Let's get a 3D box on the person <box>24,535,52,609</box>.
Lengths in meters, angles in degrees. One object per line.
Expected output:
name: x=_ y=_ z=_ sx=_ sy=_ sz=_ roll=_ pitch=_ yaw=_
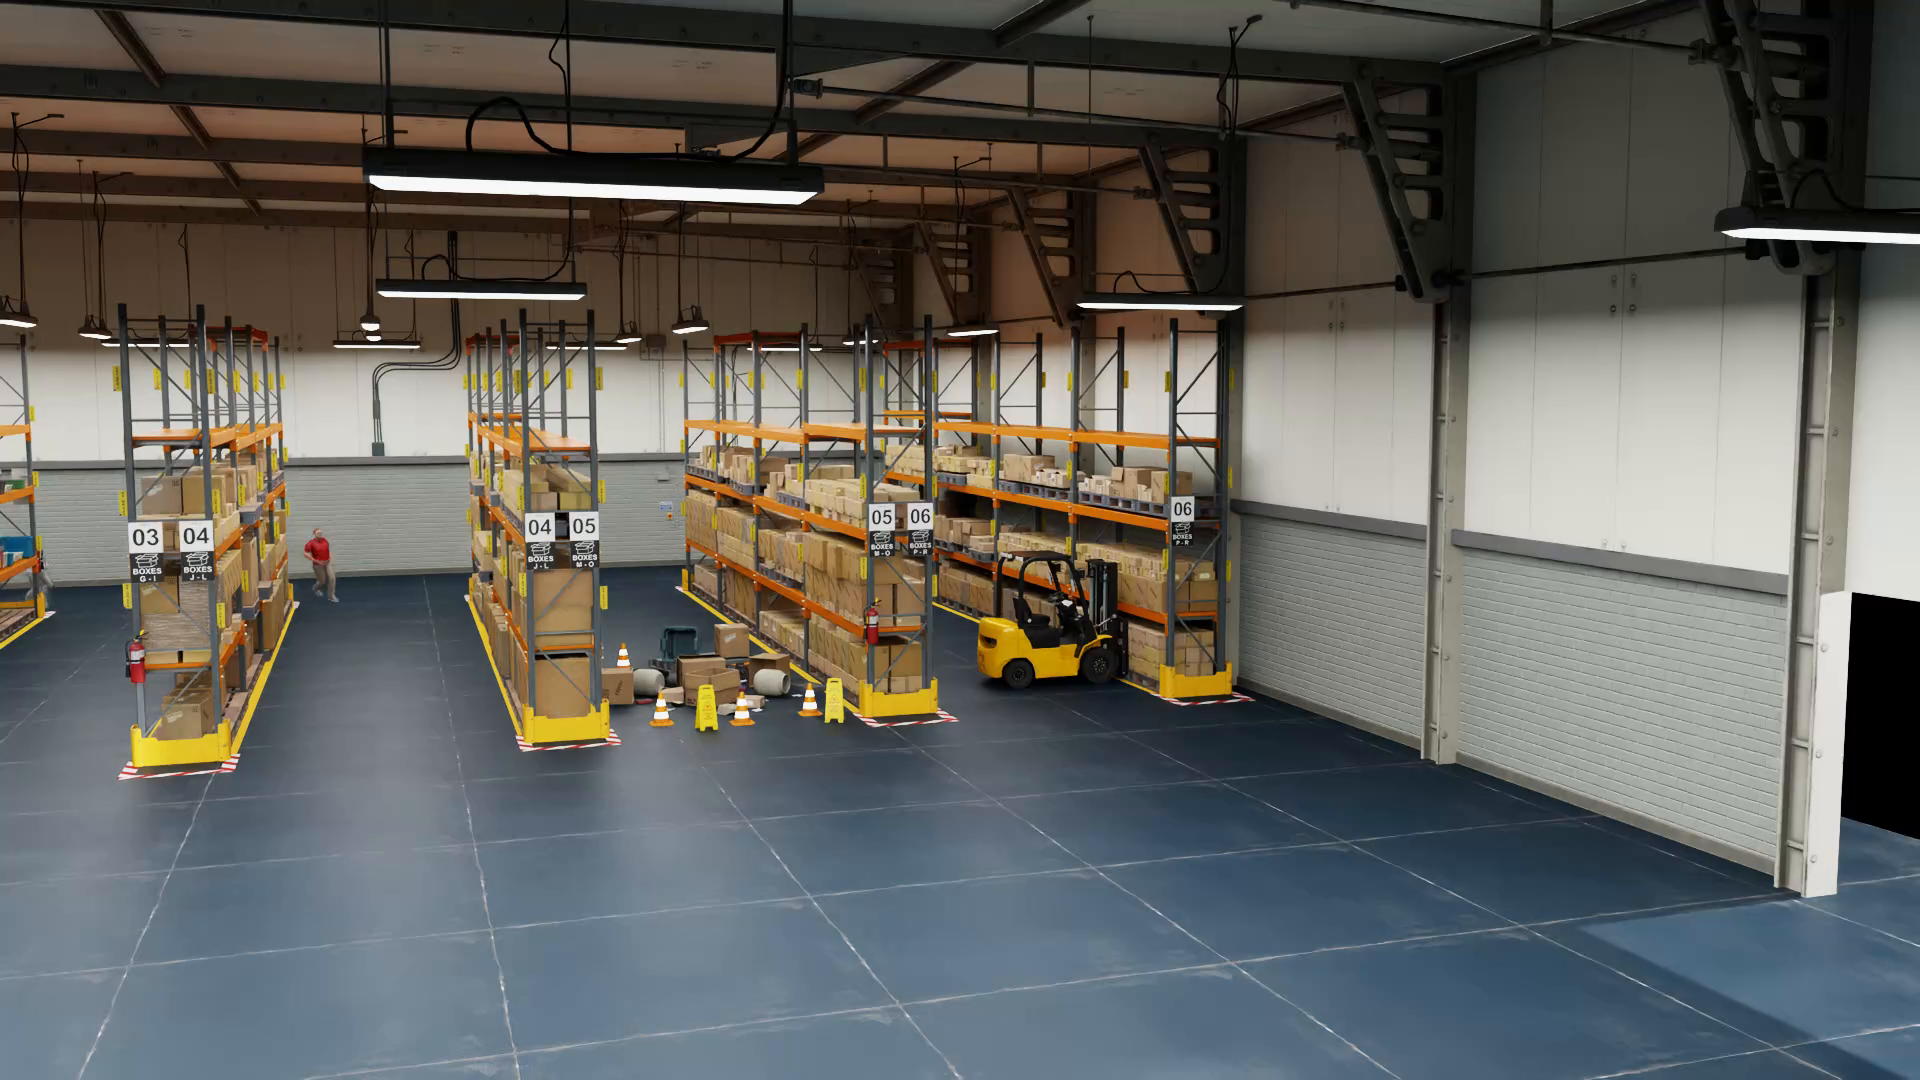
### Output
person: x=-20.297 y=0.726 z=36.522 sx=0.647 sy=1.683 sz=0.621 roll=-1 pitch=6 yaw=-13

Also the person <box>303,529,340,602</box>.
person: x=-14.634 y=0.581 z=37.958 sx=0.813 sy=1.698 sz=0.719 roll=4 pitch=7 yaw=38
